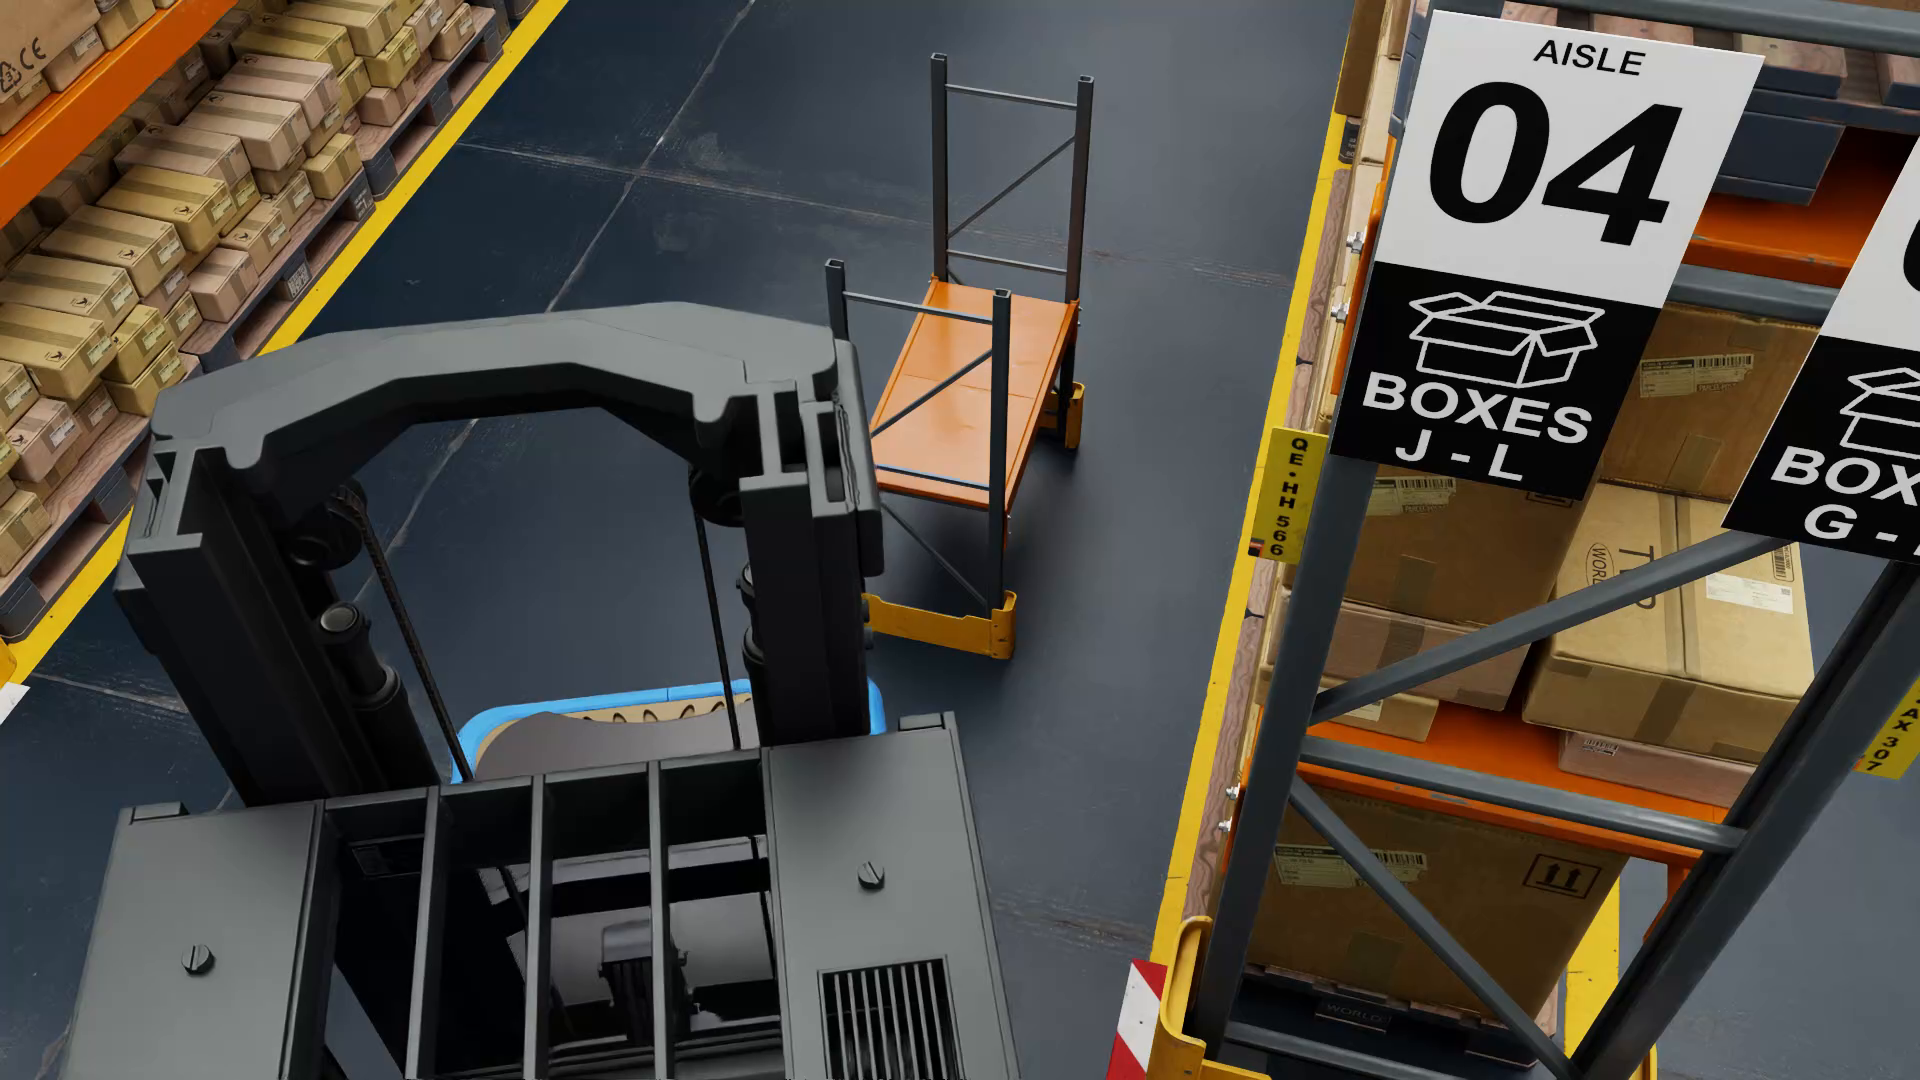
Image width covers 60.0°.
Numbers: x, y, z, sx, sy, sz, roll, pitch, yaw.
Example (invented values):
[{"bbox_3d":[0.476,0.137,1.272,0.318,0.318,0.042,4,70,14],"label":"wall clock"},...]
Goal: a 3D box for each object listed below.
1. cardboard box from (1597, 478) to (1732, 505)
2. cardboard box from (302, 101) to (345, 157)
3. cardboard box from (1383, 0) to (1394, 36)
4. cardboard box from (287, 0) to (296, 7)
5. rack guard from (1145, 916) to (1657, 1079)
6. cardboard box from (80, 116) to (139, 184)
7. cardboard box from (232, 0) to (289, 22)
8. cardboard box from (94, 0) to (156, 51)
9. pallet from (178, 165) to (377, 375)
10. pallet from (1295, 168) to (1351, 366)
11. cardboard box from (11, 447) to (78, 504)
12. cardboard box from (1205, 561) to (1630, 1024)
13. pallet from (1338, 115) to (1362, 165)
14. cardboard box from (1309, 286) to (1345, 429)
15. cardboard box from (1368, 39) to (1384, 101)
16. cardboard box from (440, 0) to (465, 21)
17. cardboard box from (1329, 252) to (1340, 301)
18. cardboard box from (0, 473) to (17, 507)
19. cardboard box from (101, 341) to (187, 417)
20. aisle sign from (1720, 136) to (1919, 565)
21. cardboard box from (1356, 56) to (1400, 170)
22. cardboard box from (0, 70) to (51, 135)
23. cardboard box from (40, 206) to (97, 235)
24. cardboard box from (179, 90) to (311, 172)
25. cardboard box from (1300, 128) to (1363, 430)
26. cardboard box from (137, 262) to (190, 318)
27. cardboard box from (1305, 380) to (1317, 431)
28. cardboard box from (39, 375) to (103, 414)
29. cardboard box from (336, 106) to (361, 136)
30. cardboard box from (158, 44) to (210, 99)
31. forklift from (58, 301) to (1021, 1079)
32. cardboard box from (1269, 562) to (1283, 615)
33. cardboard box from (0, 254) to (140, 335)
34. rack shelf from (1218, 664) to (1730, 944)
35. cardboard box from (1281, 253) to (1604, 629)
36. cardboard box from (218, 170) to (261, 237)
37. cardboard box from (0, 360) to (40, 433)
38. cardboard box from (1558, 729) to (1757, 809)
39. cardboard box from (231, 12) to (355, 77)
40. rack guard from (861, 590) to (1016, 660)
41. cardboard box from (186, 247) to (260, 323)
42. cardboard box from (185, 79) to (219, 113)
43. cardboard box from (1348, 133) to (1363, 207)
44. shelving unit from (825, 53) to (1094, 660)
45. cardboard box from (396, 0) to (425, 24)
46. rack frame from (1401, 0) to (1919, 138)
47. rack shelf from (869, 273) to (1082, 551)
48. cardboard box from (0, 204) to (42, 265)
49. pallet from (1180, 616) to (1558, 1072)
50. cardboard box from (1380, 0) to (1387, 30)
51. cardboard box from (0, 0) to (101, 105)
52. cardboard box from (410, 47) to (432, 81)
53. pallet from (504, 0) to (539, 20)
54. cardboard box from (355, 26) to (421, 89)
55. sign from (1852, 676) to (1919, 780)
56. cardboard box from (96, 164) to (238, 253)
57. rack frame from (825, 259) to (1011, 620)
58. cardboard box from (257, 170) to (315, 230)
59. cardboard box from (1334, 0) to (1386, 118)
[{"bbox_3d":[1.606,-0.213,3.839,0.500,0.250,0.500,11,49,10],"label":"cardboard box"},{"bbox_3d":[-2.715,-1.696,6.669,0.380,0.149,0.250,13,50,11],"label":"cardboard box"},{"bbox_3d":[1.630,-1.788,5.229,0.500,0.250,0.500,11,50,10],"label":"cardboard box"},{"bbox_3d":[-3.001,-2.333,7.231,0.380,0.149,0.250,12,50,10],"label":"cardboard box"},{"bbox_3d":[1.083,1.351,4.224,1.175,0.500,0.348,12,50,10],"label":"rack guard"},{"bbox_3d":[-3.343,-1.497,6.295,0.380,0.149,0.250,12,50,10],"label":"cardboard box"},{"bbox_3d":[-3.056,-2.242,6.953,0.380,0.149,0.250,11,49,10],"label":"cardboard box"},{"bbox_3d":[-2.907,-1.770,5.479,0.380,0.149,0.250,13,50,11],"label":"cardboard box"},{"bbox_3d":[-3.079,-1.138,6.613,1.003,0.211,1.213,12,50,10],"label":"pallet"},{"bbox_3d":[1.866,-0.929,6.429,1.003,0.211,1.213,12,50,10],"label":"pallet"},{"bbox_3d":[-3.233,-0.262,5.602,0.380,0.149,0.250,11,50,10],"label":"cardboard box"},{"bbox_3d":[1.180,0.592,4.364,0.875,0.875,0.875,12,50,10],"label":"cardboard box"},{"bbox_3d":[2.272,-2.037,7.407,1.003,0.211,1.213,12,50,10],"label":"pallet"},{"bbox_3d":[1.095,-0.312,3.926,0.500,0.250,0.500,11,49,9],"label":"cardboard box"},{"bbox_3d":[1.470,-1.399,5.151,0.380,0.149,0.250,11,49,10],"label":"cardboard box"},{"bbox_3d":[-2.393,-2.442,7.327,0.380,0.149,0.250,12,50,11],"label":"cardboard box"},{"bbox_3d":[1.200,-0.659,4.499,0.380,0.149,0.250,12,50,10],"label":"cardboard box"},{"bbox_3d":[-3.284,-0.168,5.320,0.380,0.149,0.250,13,50,12],"label":"cardboard box"},{"bbox_3d":[-3.001,-0.606,5.906,0.380,0.149,0.250,12,50,10],"label":"cardboard box"},{"bbox_3d":[1.359,-0.242,2.229,0.394,0.787,0.004,12,50,10],"label":"aisle sign"},{"bbox_3d":[1.361,-1.058,4.584,0.500,0.250,0.500,12,50,10],"label":"cardboard box"},{"bbox_3d":[-3.088,-1.414,5.165,0.380,0.149,0.250,11,50,10],"label":"cardboard box"},{"bbox_3d":[-3.462,-1.212,6.242,0.380,0.149,0.250,14,50,12],"label":"cardboard box"},{"bbox_3d":[-2.732,-1.564,6.355,0.380,0.149,0.250,10,49,9],"label":"cardboard box"},{"bbox_3d":[1.654,-0.710,5.513,0.875,0.875,0.875,12,50,10],"label":"cardboard box"},{"bbox_3d":[-3.028,-0.924,5.988,0.380,0.149,0.250,9,49,8],"label":"cardboard box"},{"bbox_3d":[1.066,-0.284,4.167,0.380,0.149,0.250,12,50,11],"label":"cardboard box"},{"bbox_3d":[-3.178,-0.549,5.657,0.380,0.149,0.250,12,50,11],"label":"cardboard box"},{"bbox_3d":[-2.734,-1.741,6.908,0.380,0.149,0.250,10,49,9],"label":"cardboard box"},{"bbox_3d":[-3.248,-1.881,6.634,0.380,0.149,0.250,13,50,11],"label":"cardboard box"},{"bbox_3d":[-0.497,1.192,2.743,1.130,2.935,3.031,-6,49,-5],"label":"forklift"},{"bbox_3d":[0.932,0.079,3.847,0.380,0.149,0.250,12,50,10],"label":"cardboard box"},{"bbox_3d":[-3.072,-0.825,5.702,0.380,0.149,0.250,9,49,8],"label":"cardboard box"},{"bbox_3d":[1.615,-0.702,4.849,1.077,0.370,4.000,12,50,10],"label":"rack shelf"},{"bbox_3d":[0.964,-0.195,3.322,0.500,0.500,0.500,12,50,10],"label":"cardboard box"},{"bbox_3d":[-2.916,-1.322,6.339,0.380,0.149,0.250,14,50,12],"label":"cardboard box"},{"bbox_3d":[-3.247,-0.473,5.391,0.380,0.149,0.250,12,50,11],"label":"cardboard box"},{"bbox_3d":[1.501,0.398,3.565,0.380,0.149,0.250,12,50,10],"label":"cardboard box"},{"bbox_3d":[-2.690,-1.976,6.718,0.380,0.149,0.250,13,50,11],"label":"cardboard box"},{"bbox_3d":[-0.111,0.222,5.387,0.587,0.250,0.087,12,50,10],"label":"rack guard"},{"bbox_3d":[-2.876,-0.973,6.229,0.380,0.149,0.250,9,49,8],"label":"cardboard box"},{"bbox_3d":[-3.199,-1.760,6.726,0.380,0.149,0.250,14,50,12],"label":"cardboard box"},{"bbox_3d":[1.334,-1.027,4.824,0.380,0.149,0.250,10,49,9],"label":"cardboard box"},{"bbox_3d":[0.020,-0.551,5.236,0.587,1.500,1.083,12,50,10],"label":"shelving unit"},{"bbox_3d":[-2.488,-2.330,7.030,0.380,0.149,0.250,12,50,11],"label":"cardboard box"},{"bbox_3d":[1.089,-1.478,1.053,1.000,3.000,0.127,12,50,10],"label":"rack frame"},{"bbox_3d":[0.022,-0.439,5.377,0.538,0.185,1.000,12,50,10],"label":"rack shelf"},{"bbox_3d":[-3.561,-1.133,5.974,0.380,0.149,0.250,13,50,11],"label":"cardboard box"},{"bbox_3d":[1.224,0.836,4.872,1.003,0.211,1.213,12,50,10],"label":"pallet"},{"bbox_3d":[1.605,-1.774,5.483,0.380,0.149,0.250,13,50,11],"label":"cardboard box"},{"bbox_3d":[-3.028,-1.691,4.977,0.500,0.500,0.500,12,50,11],"label":"cardboard box"},{"bbox_3d":[-2.540,-2.112,7.234,0.380,0.149,0.250,13,50,11],"label":"cardboard box"},{"bbox_3d":[-2.413,-3.079,8.327,1.003,0.211,1.213,12,50,10],"label":"pallet"},{"bbox_3d":[-2.506,-2.046,6.978,0.380,0.149,0.250,10,49,9],"label":"cardboard box"},{"bbox_3d":[1.623,0.308,2.847,0.100,0.325,0.005,12,50,10],"label":"sign"},{"bbox_3d":[-2.877,-1.205,6.038,0.380,0.149,0.250,12,50,11],"label":"cardboard box"},{"bbox_3d":[-0.111,-0.190,4.918,0.500,1.500,0.032,12,50,10],"label":"rack frame"},{"bbox_3d":[-2.797,-1.359,6.570,0.380,0.149,0.250,12,50,11],"label":"cardboard box"},{"bbox_3d":[2.291,-2.289,6.907,1.225,0.875,0.875,12,50,10],"label":"cardboard box"}]
